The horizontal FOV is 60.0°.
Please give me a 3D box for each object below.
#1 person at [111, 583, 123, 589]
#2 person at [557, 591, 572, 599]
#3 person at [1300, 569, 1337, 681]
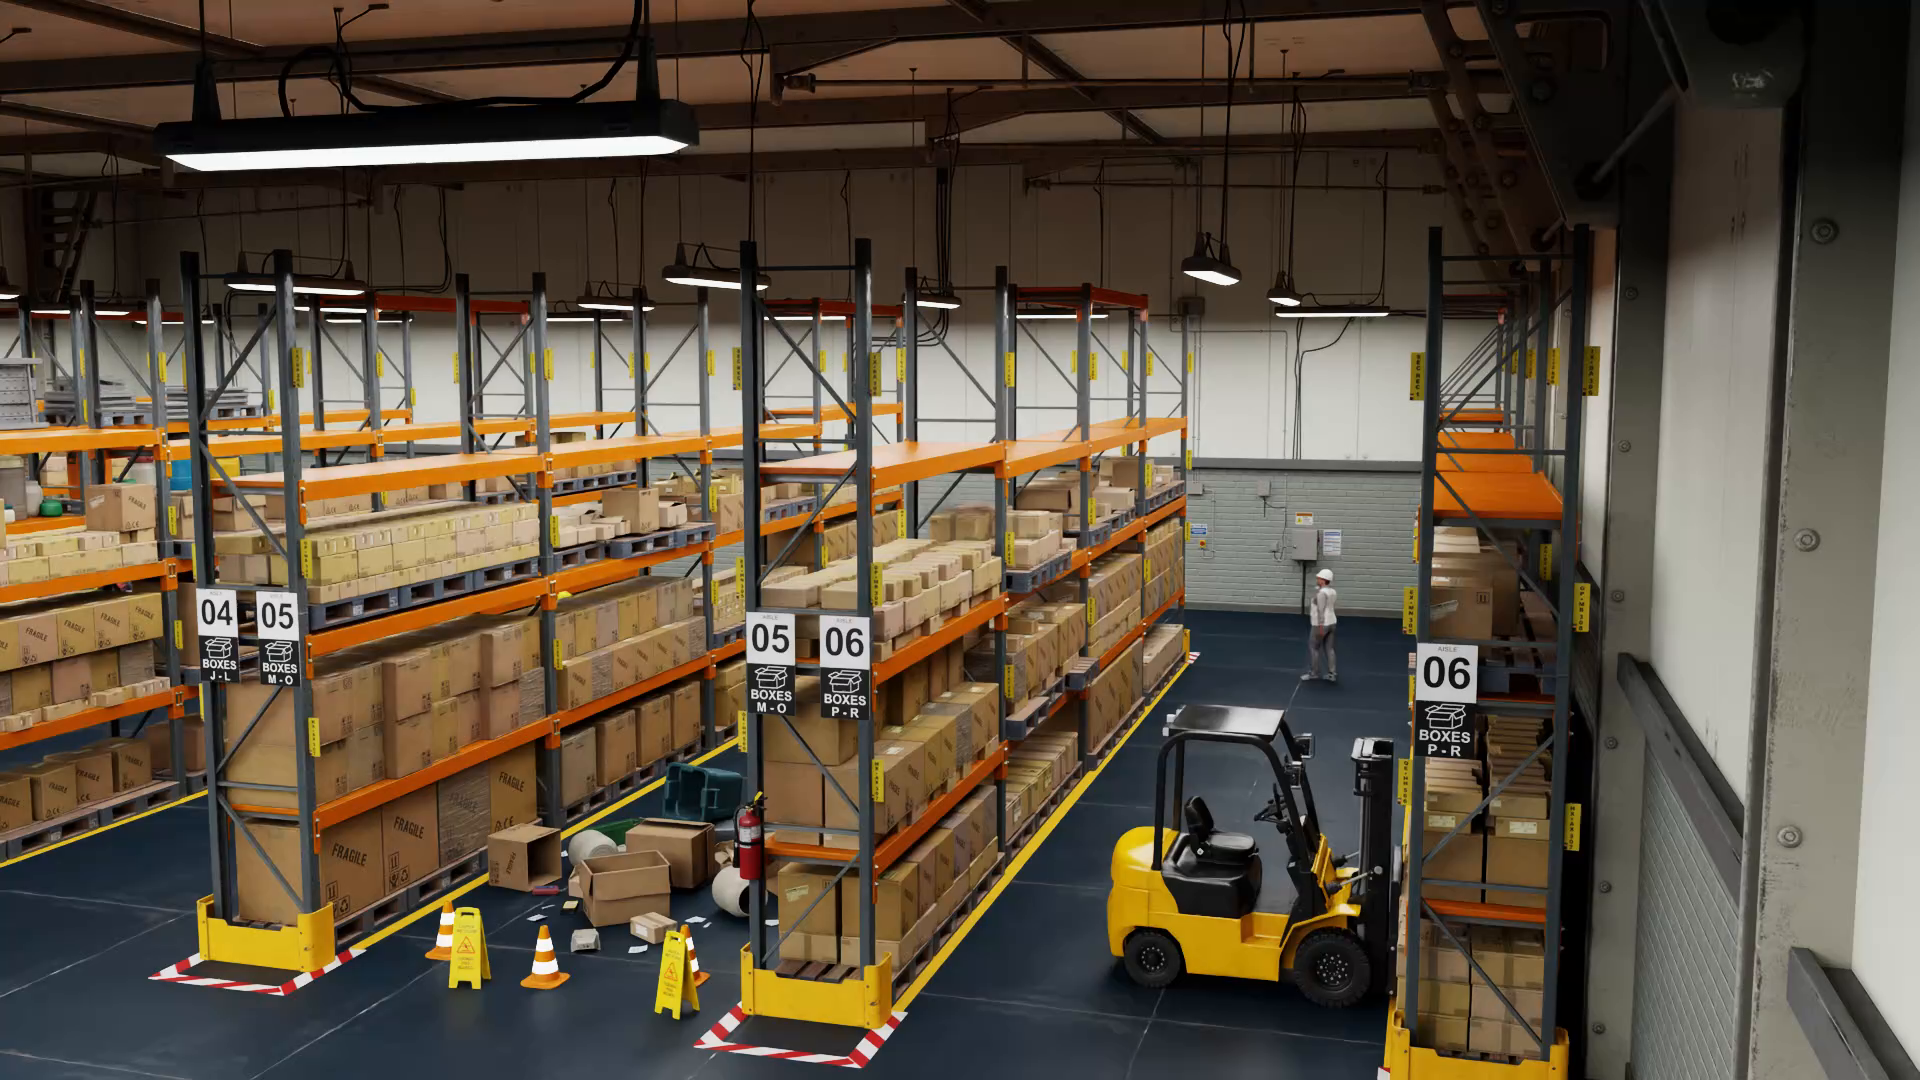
[{"bbox_3d":[-14.016,1.275,27.583,0.601,1.635,0.735,3,7,26],"label":"person"},{"bbox_3d":[-5.706,1.622,23.889,0.489,1.769,0.609,-6,9,-44],"label":"person"},{"bbox_3d":[5.716,1.348,26.297,0.568,1.786,0.653,-6,9,-43],"label":"person"}]
